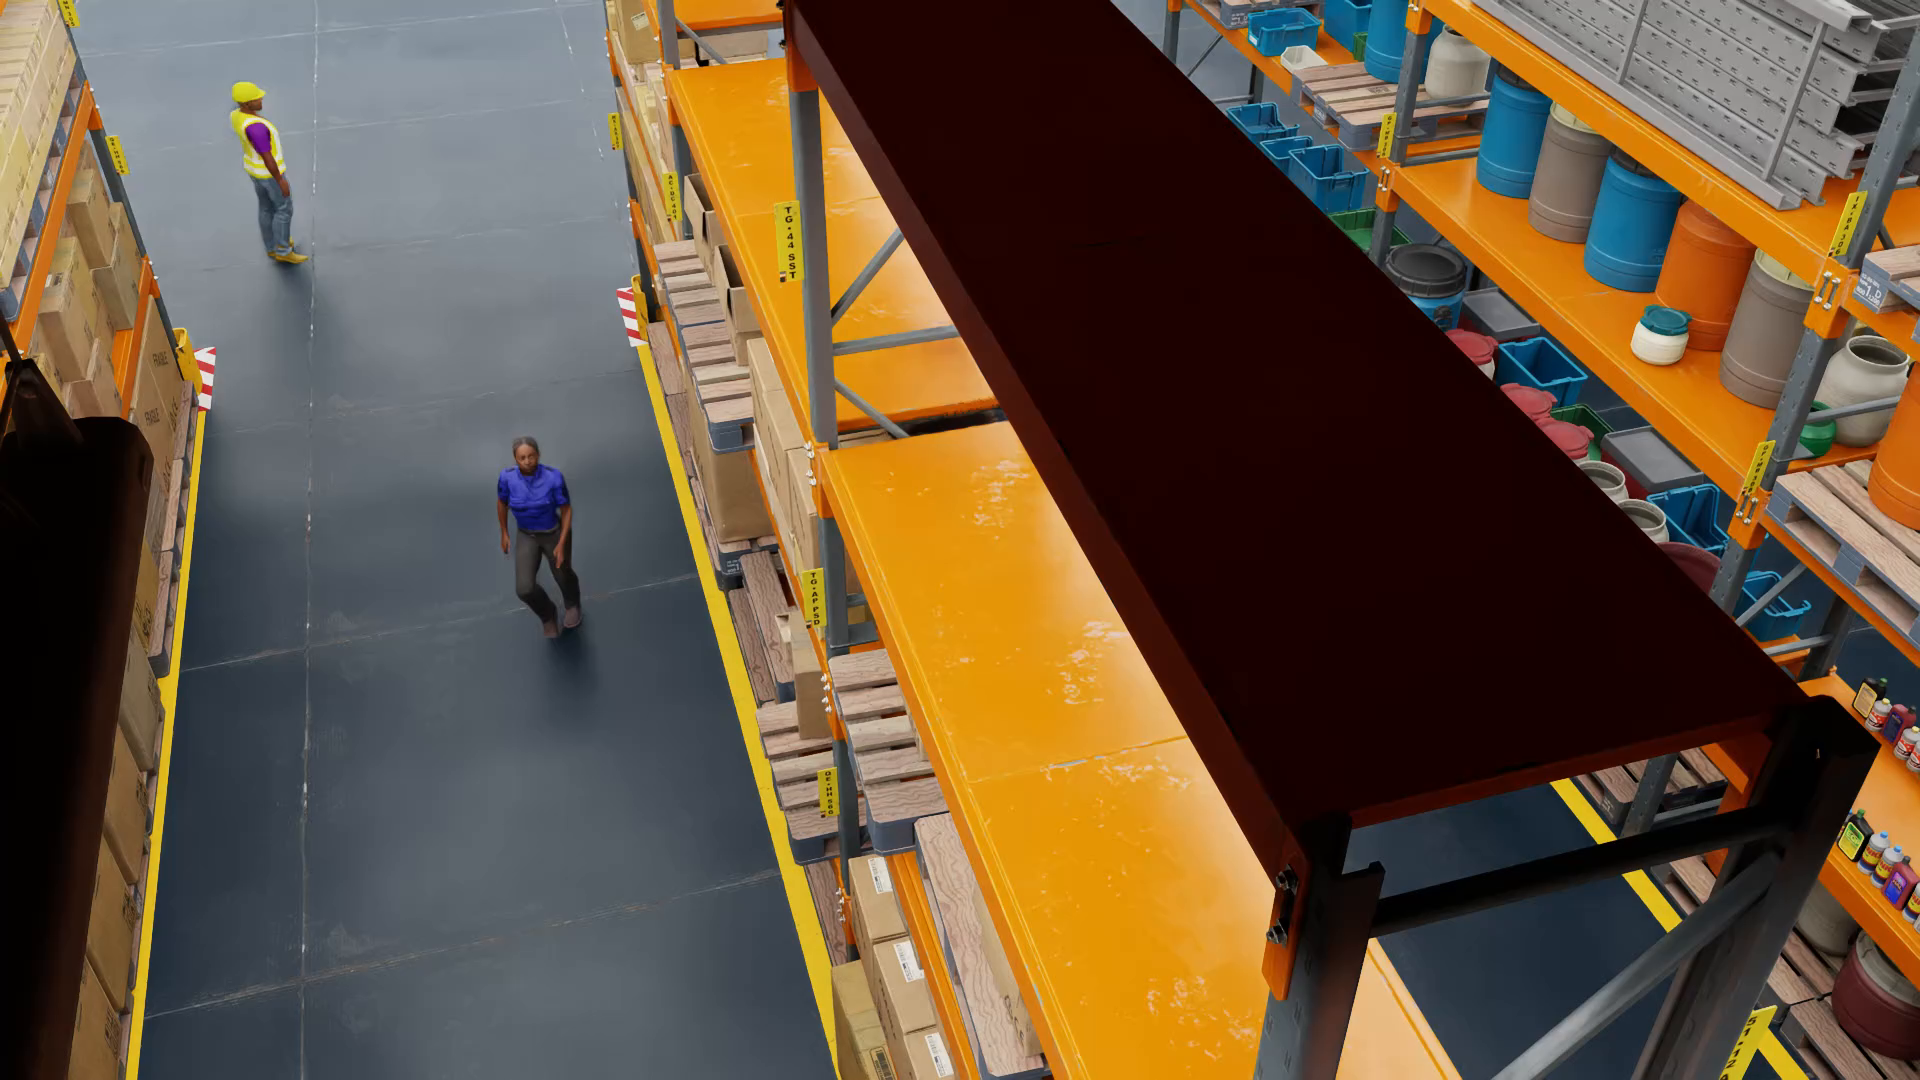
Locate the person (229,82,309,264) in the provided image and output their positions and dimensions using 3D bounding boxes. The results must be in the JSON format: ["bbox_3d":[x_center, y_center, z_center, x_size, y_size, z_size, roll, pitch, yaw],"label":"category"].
[{"bbox_3d":[-6.614,-3.494,15.821,0.366,1.799,0.681,-31,48,-33],"label":"person"}]

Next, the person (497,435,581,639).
[{"bbox_3d":[-2.922,0.022,11.546,0.550,1.699,0.563,7,39,9],"label":"person"}]
